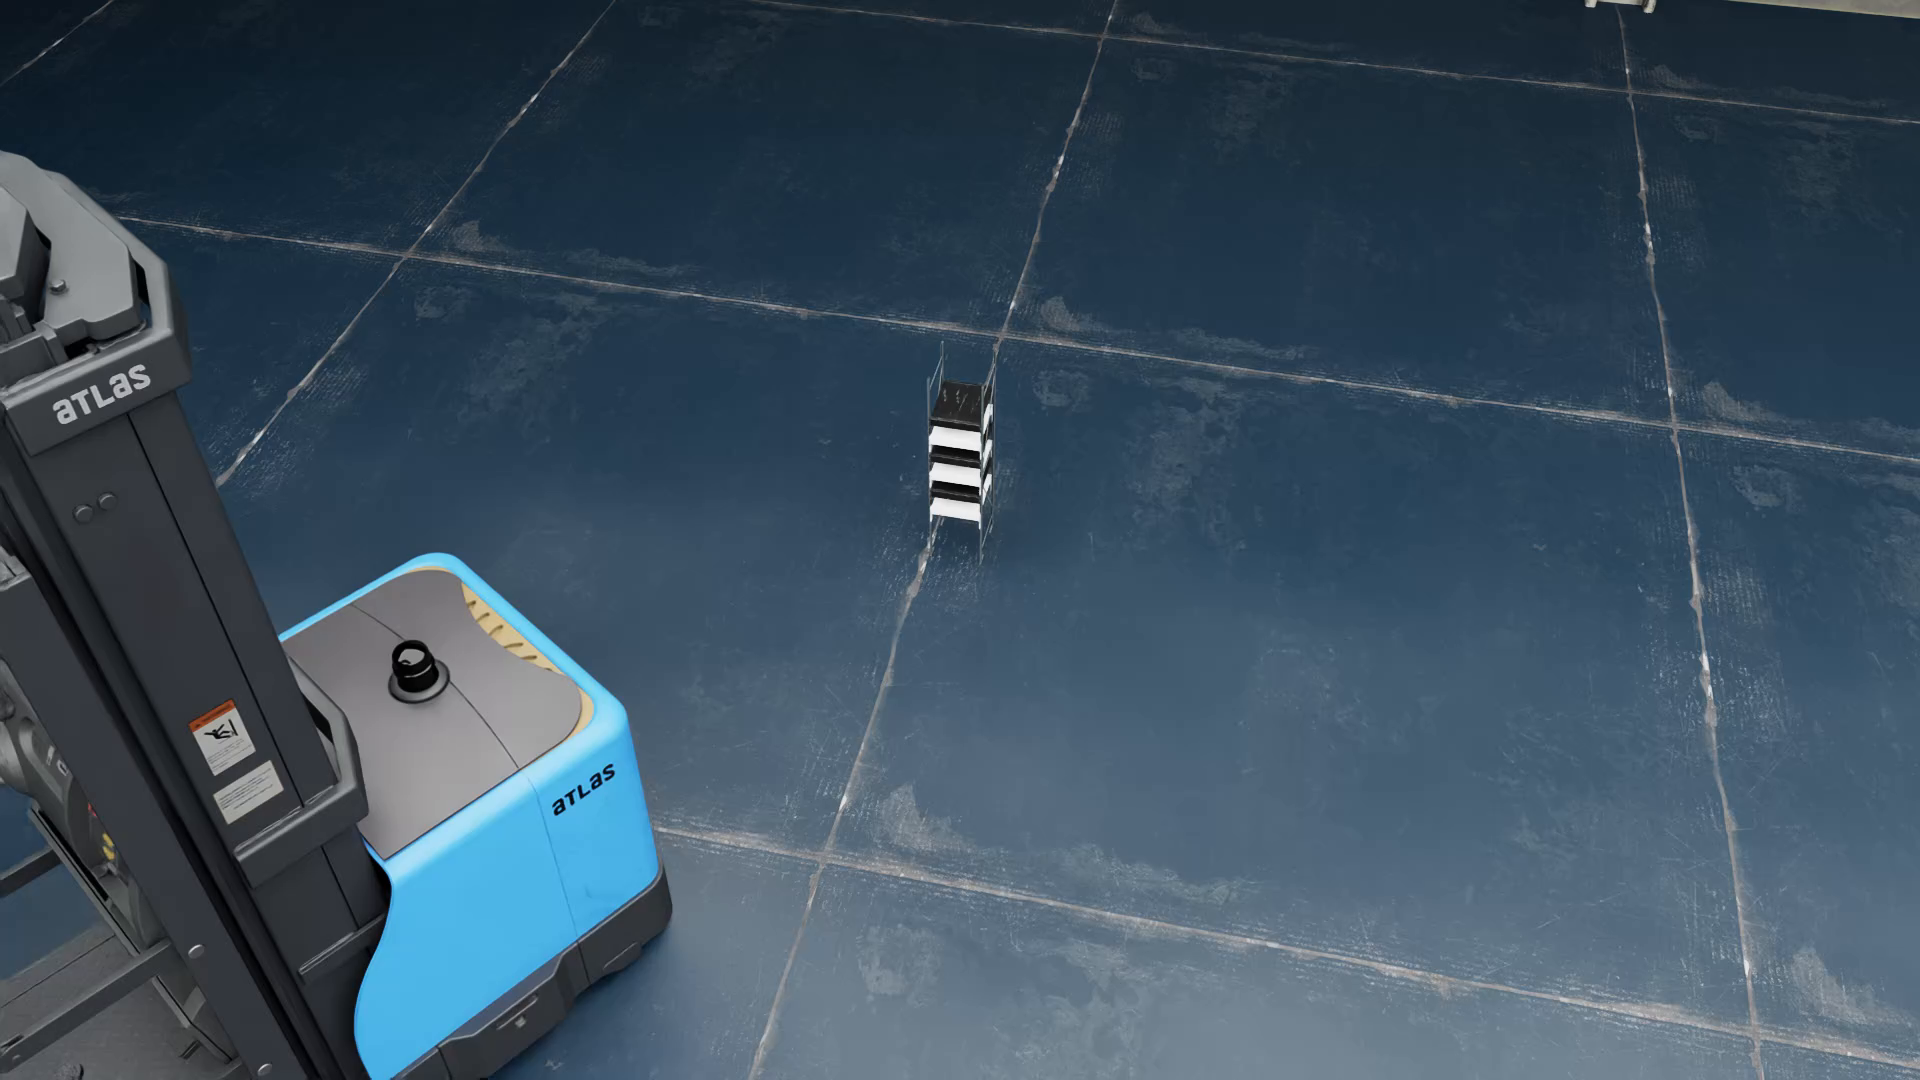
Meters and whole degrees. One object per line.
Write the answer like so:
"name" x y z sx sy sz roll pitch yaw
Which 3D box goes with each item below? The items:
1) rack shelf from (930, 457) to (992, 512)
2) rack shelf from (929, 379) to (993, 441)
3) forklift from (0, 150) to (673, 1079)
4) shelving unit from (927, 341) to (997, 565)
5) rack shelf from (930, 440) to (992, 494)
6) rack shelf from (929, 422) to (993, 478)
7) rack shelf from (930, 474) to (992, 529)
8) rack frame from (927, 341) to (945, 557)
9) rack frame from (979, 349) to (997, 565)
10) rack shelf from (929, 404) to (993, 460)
"rack shelf" 0.008 -0.234 6.522 0.200 0.077 0.258 9 45 9
"rack shelf" 0.008 -0.493 6.273 0.200 0.077 0.258 9 45 9
"forklift" -2.328 0.691 3.919 1.130 2.935 3.031 35 54 31
"shelving unit" 0.008 -0.323 6.437 0.210 0.900 0.258 9 45 9
"rack shelf" 0.008 -0.299 6.460 0.200 0.077 0.258 9 45 9
"rack shelf" 0.008 -0.364 6.397 0.200 0.077 0.258 9 45 9
"rack shelf" 0.008 -0.169 6.585 0.200 0.077 0.258 9 45 9
"rack frame" -0.091 -0.338 6.453 0.006 0.900 0.240 9 45 9
"rack frame" 0.107 -0.308 6.421 0.006 0.900 0.240 9 45 9
"rack shelf" 0.008 -0.429 6.335 0.200 0.077 0.258 9 45 9
